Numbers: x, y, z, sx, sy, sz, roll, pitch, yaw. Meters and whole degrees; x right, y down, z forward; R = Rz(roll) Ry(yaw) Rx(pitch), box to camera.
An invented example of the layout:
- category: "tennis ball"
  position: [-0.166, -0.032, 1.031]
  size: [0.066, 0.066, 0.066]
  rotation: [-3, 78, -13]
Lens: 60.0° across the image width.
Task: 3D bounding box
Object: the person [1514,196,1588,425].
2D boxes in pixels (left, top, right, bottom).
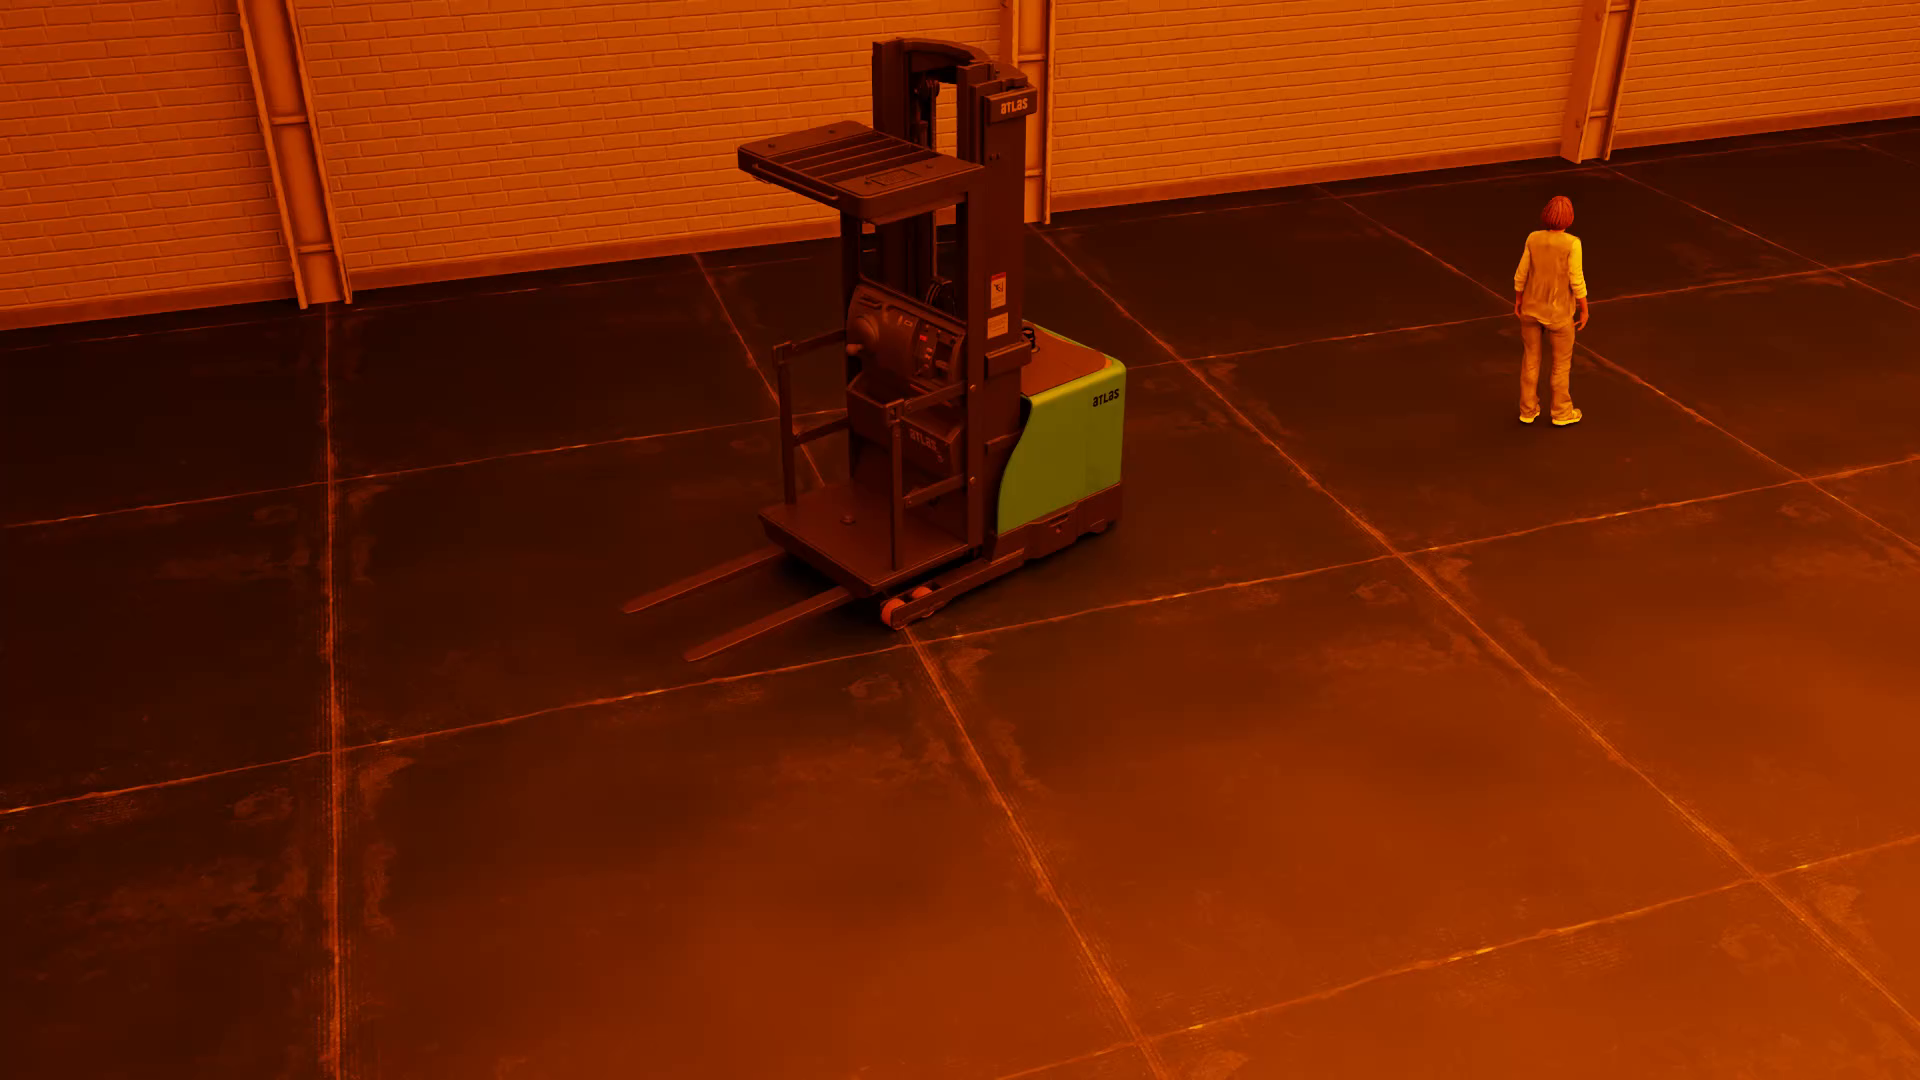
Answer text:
- category: "person"
  position: [3.955, -1.532, 11.073]
  size: [0.520, 1.600, 0.472]
  rotation: [24, 38, 36]

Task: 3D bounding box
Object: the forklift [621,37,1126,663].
- category: "forklift"
  position: [-0.461, -1.072, 8.951]
  size: [3.031, 2.935, 1.130]
  rotation: [-23, 37, -34]
